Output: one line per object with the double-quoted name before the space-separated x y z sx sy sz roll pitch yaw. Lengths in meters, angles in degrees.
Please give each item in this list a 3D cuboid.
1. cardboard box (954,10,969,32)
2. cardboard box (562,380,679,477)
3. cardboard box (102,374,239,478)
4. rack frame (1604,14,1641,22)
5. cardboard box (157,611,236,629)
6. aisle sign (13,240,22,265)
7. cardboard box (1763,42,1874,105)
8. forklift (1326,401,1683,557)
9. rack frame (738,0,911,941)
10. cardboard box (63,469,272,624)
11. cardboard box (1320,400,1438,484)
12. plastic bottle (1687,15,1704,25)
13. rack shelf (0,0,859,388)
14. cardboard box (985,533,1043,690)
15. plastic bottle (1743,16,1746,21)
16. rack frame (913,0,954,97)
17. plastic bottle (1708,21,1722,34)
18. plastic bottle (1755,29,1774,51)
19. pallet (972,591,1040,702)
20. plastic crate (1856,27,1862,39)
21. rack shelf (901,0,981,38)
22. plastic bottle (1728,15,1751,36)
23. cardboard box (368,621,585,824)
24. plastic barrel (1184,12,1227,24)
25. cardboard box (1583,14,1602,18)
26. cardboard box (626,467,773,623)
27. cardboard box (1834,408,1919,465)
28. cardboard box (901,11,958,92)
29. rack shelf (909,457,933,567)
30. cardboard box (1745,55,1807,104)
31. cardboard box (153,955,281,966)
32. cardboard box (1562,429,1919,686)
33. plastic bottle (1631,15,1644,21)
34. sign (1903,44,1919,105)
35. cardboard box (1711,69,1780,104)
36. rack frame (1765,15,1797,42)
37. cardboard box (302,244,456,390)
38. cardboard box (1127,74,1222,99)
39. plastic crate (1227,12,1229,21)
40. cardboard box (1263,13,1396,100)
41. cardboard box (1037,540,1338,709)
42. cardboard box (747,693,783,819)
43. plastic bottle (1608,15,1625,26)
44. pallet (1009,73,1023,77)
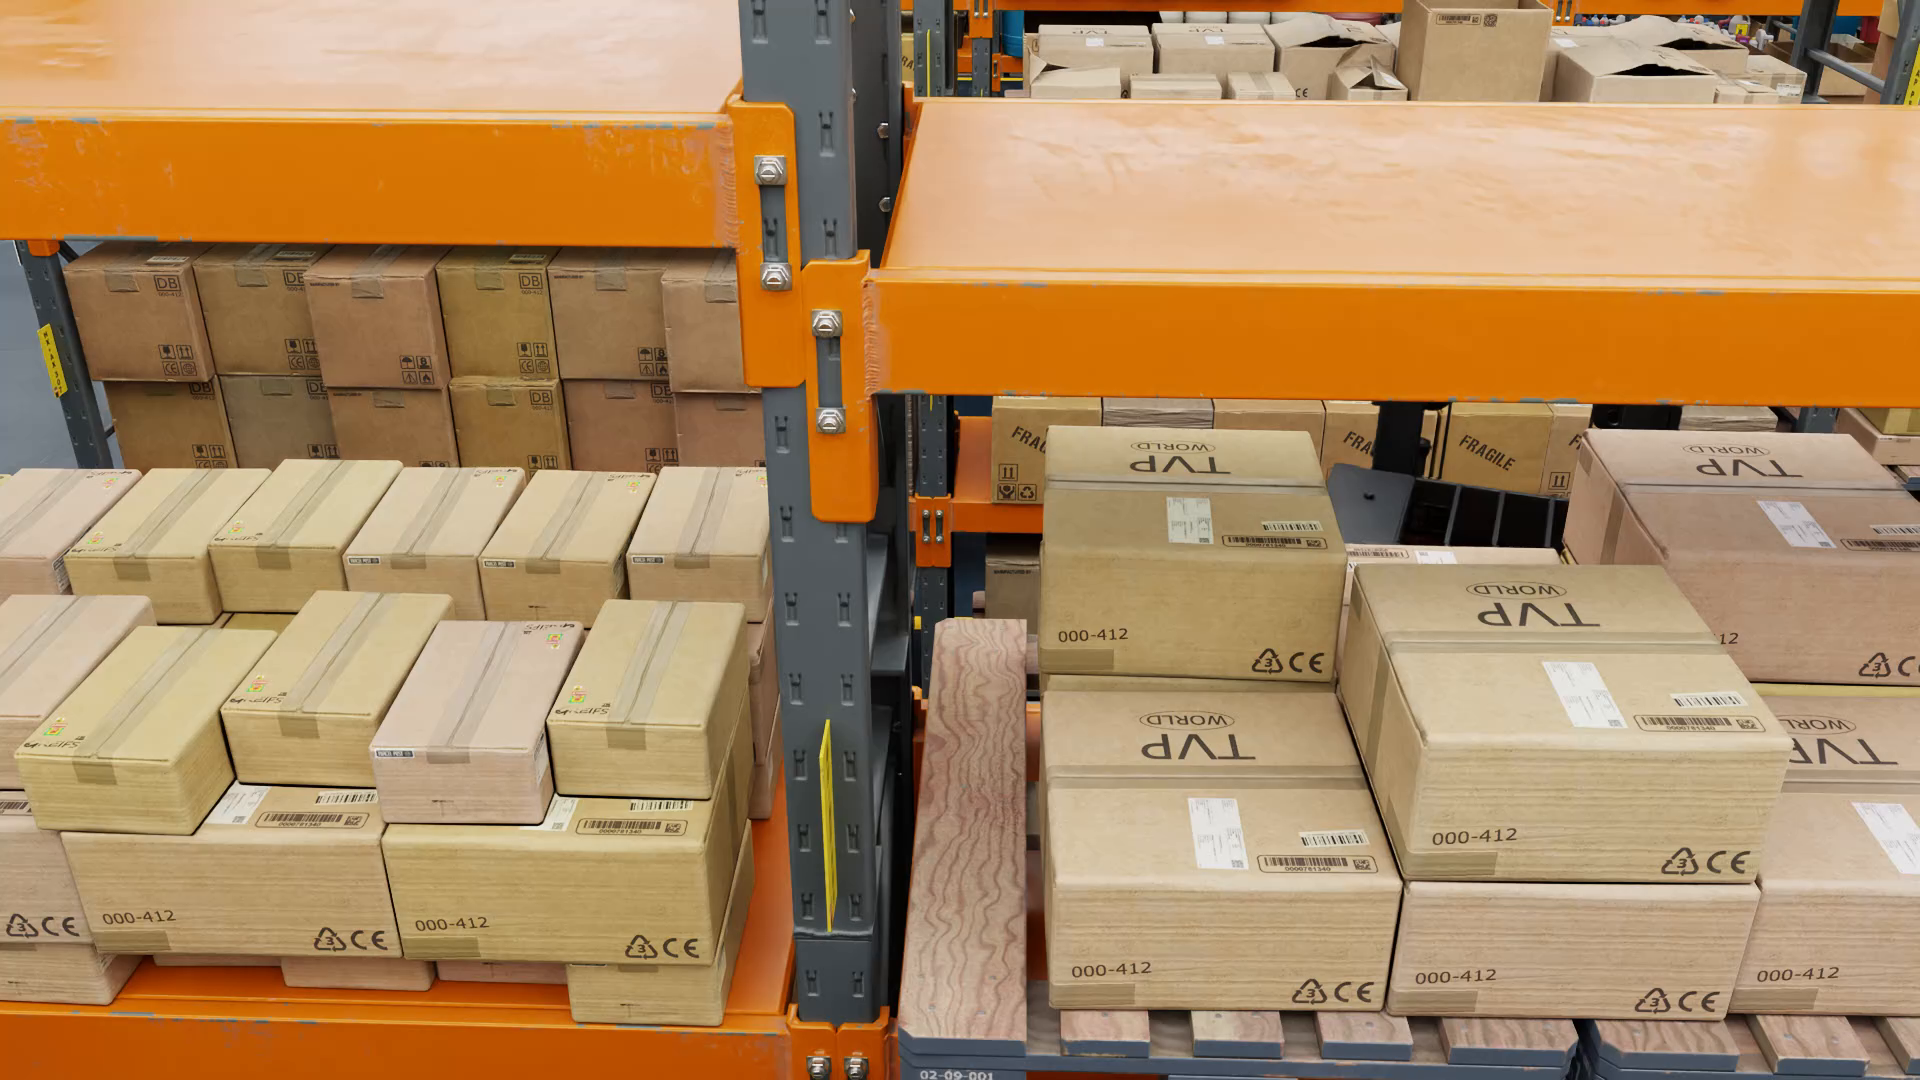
"cardboard box" 0.067 -7.004 21.946 0.500 0.500 0.500 1 28 2
"cardboard box" -1.566 -0.720 8.246 0.550 0.550 0.875 1 28 2
"cardboard box" -3.736 -0.738 8.280 0.550 0.550 0.875 1 28 2
"rack frame" 8.514 -7.415 21.036 0.127 3.000 1.000 1 28 2
"cardboard box" -1.630 0.183 3.341 0.500 0.250 0.500 1 28 2
"aisle sign" -4.189 -1.666 7.415 0.004 0.787 0.394 1 28 2
"cardboard box" 6.215 -3.292 12.080 0.637 0.503 0.797 2 28 3
"forklift" 1.623 0.874 5.472 1.130 2.935 3.031 10 29 18
"rack frame" -0.184 -0.923 2.383 0.127 3.000 1.000 1 28 2
"cardboard box" -1.523 0.007 3.249 0.250 0.149 0.380 0 28 0
"cardboard box" 1.917 -0.474 7.835 0.500 0.500 0.500 1 28 3
"plastic bottle" 7.521 -5.234 17.054 0.135 0.276 0.152 1 28 2
"rack shelf" -2.183 -0.637 2.614 4.000 0.370 1.077 1 28 2
"cardboard box" 0.513 0.186 8.651 0.750 0.750 1.050 1 28 2
"plastic bottle" 7.984 -5.251 17.078 0.133 0.283 0.061 1 28 2
"rack frame" -0.110 -3.241 6.757 0.127 3.000 1.000 1 28 2
"plastic bottle" 7.405 -4.937 16.414 0.185 0.351 0.144 1 28 2
"plastic bottle" 7.930 -4.897 16.418 0.135 0.276 0.152 1 28 2
"pallet" 0.663 0.619 8.857 1.213 0.211 1.003 1 28 2
"plastic crate" 9.463 -5.109 16.915 0.590 0.125 0.437 1 28 2
"rack shelf" -1.833 -3.951 12.067 4.000 0.370 1.077 1 28 2
"plastic bottle" 7.955 -5.233 16.972 0.185 0.351 0.144 1 28 2
"cardboard box" -0.771 0.290 2.715 0.250 0.149 0.380 0 28 1
"plastic barrel" 2.454 -5.151 16.620 0.433 0.535 0.433 0 28 0
"cardboard box" 8.039 -6.627 21.749 0.500 0.500 0.500 0 28 -1
"cardboard box" -0.487 0.003 3.256 0.250 0.149 0.380 0 28 1
"cardboard box" 4.327 -0.497 7.805 0.250 0.149 0.380 1 28 1
"cardboard box" -0.275 -3.655 12.450 0.500 0.500 0.500 1 28 2
"rack shelf" -2.109 -0.306 8.393 4.000 0.370 1.077 1 28 2
"cardboard box" 3.559 -2.049 7.423 0.250 0.149 0.380 0 28 0
"cardboard box" -1.268 0.586 3.007 0.250 0.149 0.380 0 28 0
"cardboard box" 1.420 0.019 2.987 0.500 0.250 0.500 1 28 3
"plastic bottle" 6.961 -5.243 17.071 0.135 0.276 0.152 1 28 2
"sign" 3.859 -1.854 6.705 0.005 0.325 0.100 1 28 2
"cardboard box" 3.281 -1.883 7.092 0.250 0.166 0.380 1 28 2
"rack frame" 8.335 -5.097 16.662 0.127 3.000 1.000 1 28 2
"cardboard box" -2.631 -1.137 7.880 0.550 0.550 0.875 1 28 2
"cardboard box" 0.917 -1.902 7.145 0.380 0.149 0.250 1 28 2
"plastic crate" 2.734 -5.361 17.093 0.583 0.464 0.402 1 28 2
"cardboard box" 1.649 -2.180 7.498 0.500 0.311 0.500 0 28 0
"cardboard box" 0.405 0.225 3.132 0.500 0.250 0.500 0 28 1
"cardboard box" -0.490 0.392 3.373 0.250 0.149 0.380 1 28 1
"plastic bottle" 6.729 -5.247 17.078 0.135 0.276 0.152 1 28 2
"pallet" 1.257 -6.322 21.950 1.213 0.211 1.003 1 28 2
